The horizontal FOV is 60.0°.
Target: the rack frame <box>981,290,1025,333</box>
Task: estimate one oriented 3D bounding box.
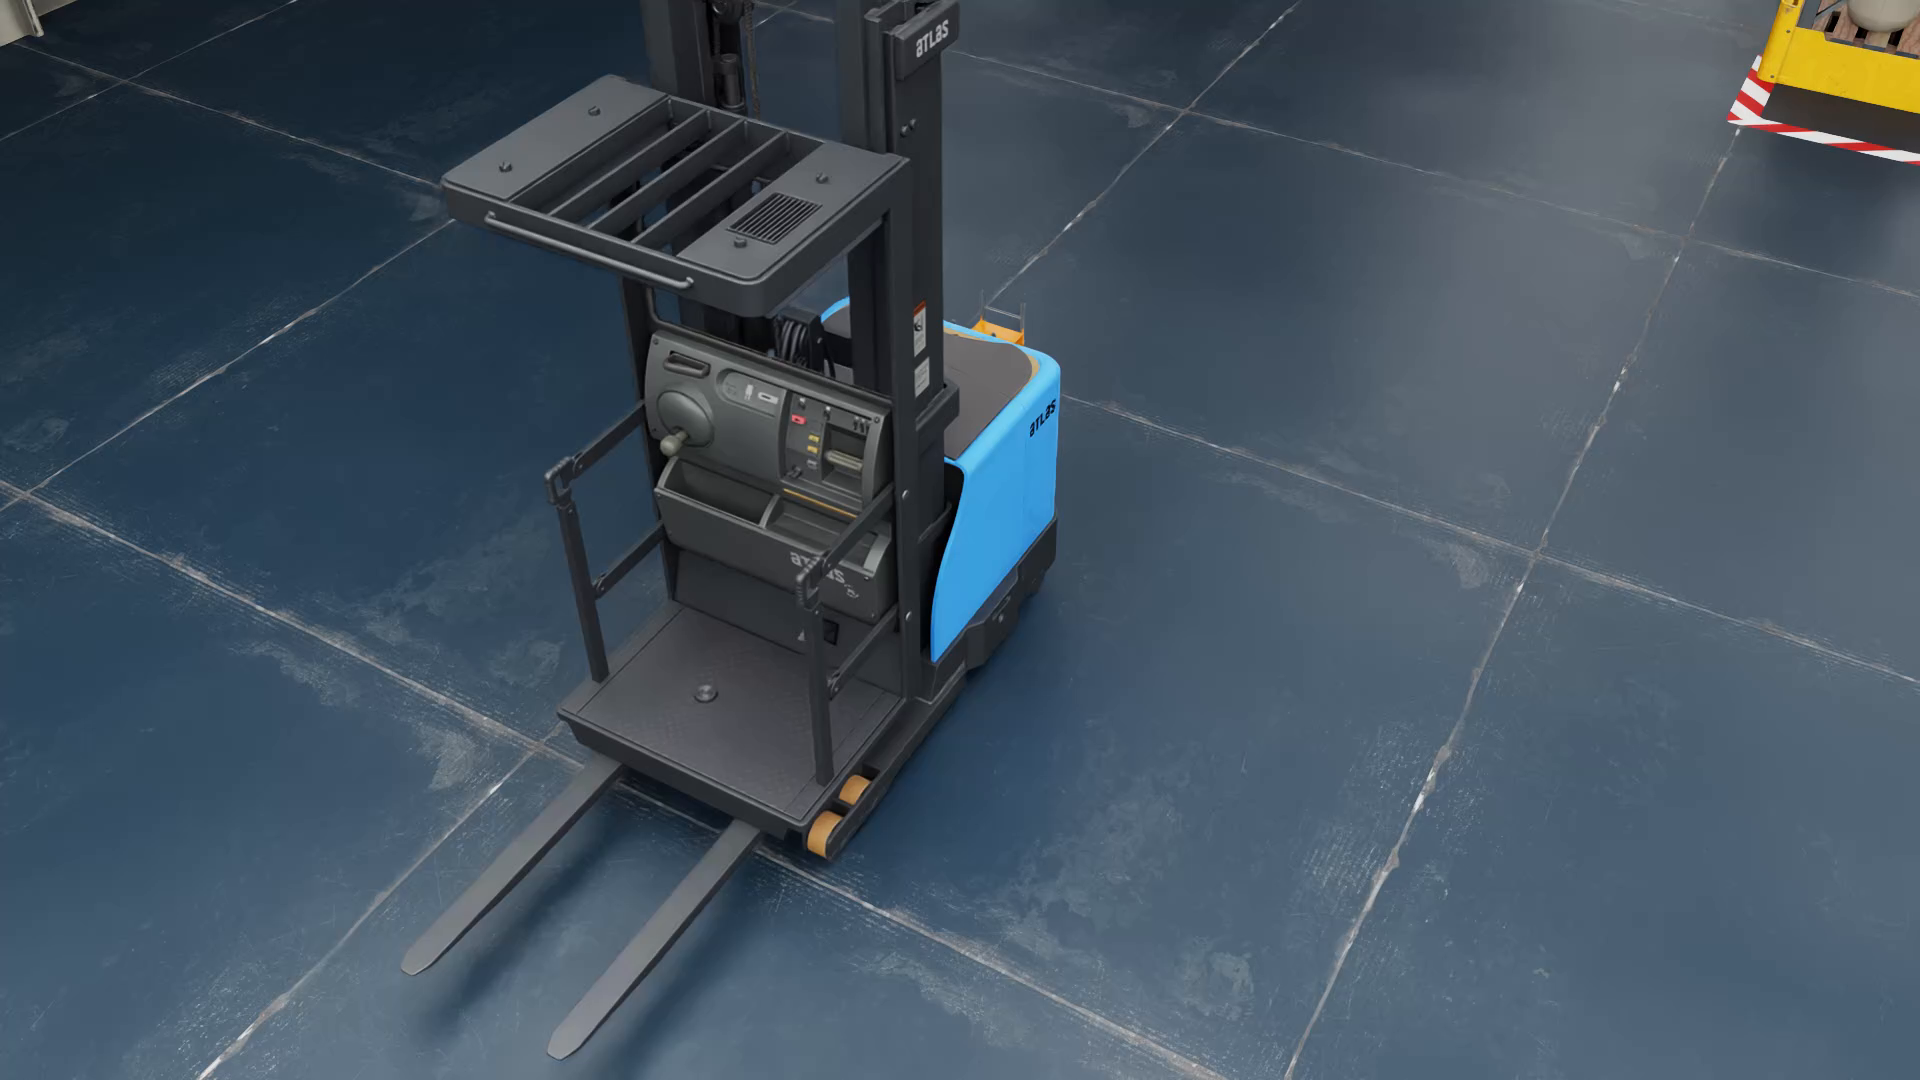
[{"bbox_3d":[0.176,-0.597,7.133,0.200,1.050,0.008,21,45,22],"label":"rack frame"}]

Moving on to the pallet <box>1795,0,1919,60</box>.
[{"bbox_3d":[6.059,-3.381,10.929,1.003,0.211,1.213,21,45,22],"label":"pallet"}]

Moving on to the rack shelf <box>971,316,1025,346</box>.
[{"bbox_3d":[0.115,-0.732,6.873,0.215,0.259,0.240,21,45,22],"label":"rack shelf"}]

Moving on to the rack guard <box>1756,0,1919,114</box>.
[{"bbox_3d":[5.648,-3.026,10.308,1.175,0.500,0.348,21,45,22],"label":"rack guard"}]

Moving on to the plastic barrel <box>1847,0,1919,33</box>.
[{"bbox_3d":[5.914,-3.531,10.555,0.421,0.512,0.421,0,41,0],"label":"plastic barrel"}]

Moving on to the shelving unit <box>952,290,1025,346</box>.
[{"bbox_3d":[0.115,-0.527,7.054,0.215,1.050,0.252,21,45,22],"label":"shelving unit"}]

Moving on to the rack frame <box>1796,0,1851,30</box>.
[{"bbox_3d":[5.651,-3.905,9.415,1.000,3.000,0.127,21,45,22],"label":"rack frame"}]

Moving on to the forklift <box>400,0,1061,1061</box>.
[{"bbox_3d":[-0.763,-0.313,5.387,1.130,2.935,3.031,21,45,22],"label":"forklift"}]

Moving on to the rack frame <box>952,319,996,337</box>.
[{"bbox_3d":[0.055,-0.457,6.974,0.200,1.050,0.008,21,45,22],"label":"rack frame"}]

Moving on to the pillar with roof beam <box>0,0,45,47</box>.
[{"bbox_3d":[-2.601,-5.263,6.417,9.100,9.000,0.400,21,45,22],"label":"pillar with roof beam"}]
